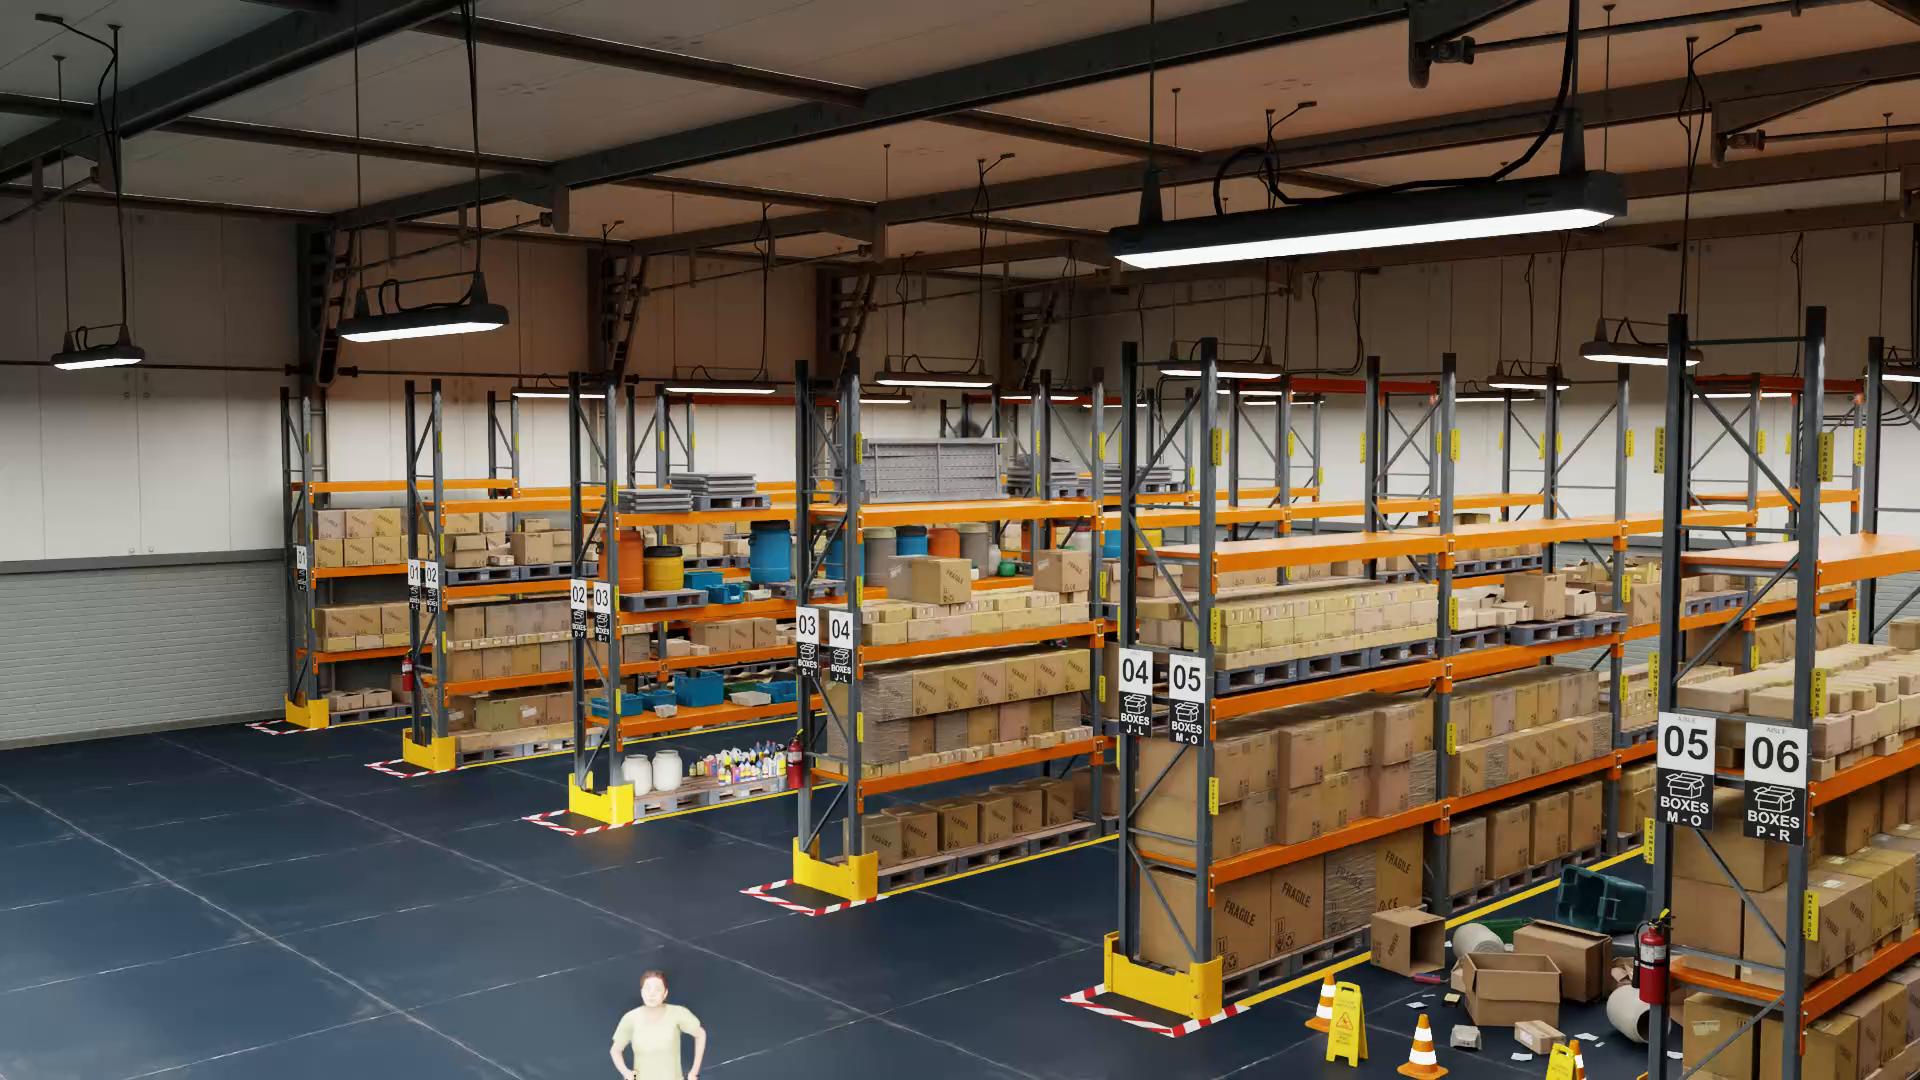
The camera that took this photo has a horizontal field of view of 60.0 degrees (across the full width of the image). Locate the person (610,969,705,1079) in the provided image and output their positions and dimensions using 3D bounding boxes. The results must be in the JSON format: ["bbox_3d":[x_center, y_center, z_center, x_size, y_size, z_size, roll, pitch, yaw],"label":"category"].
[{"bbox_3d":[-2.002,3.648,10.992,0.617,1.637,0.561,0,4,-4],"label":"person"}]
